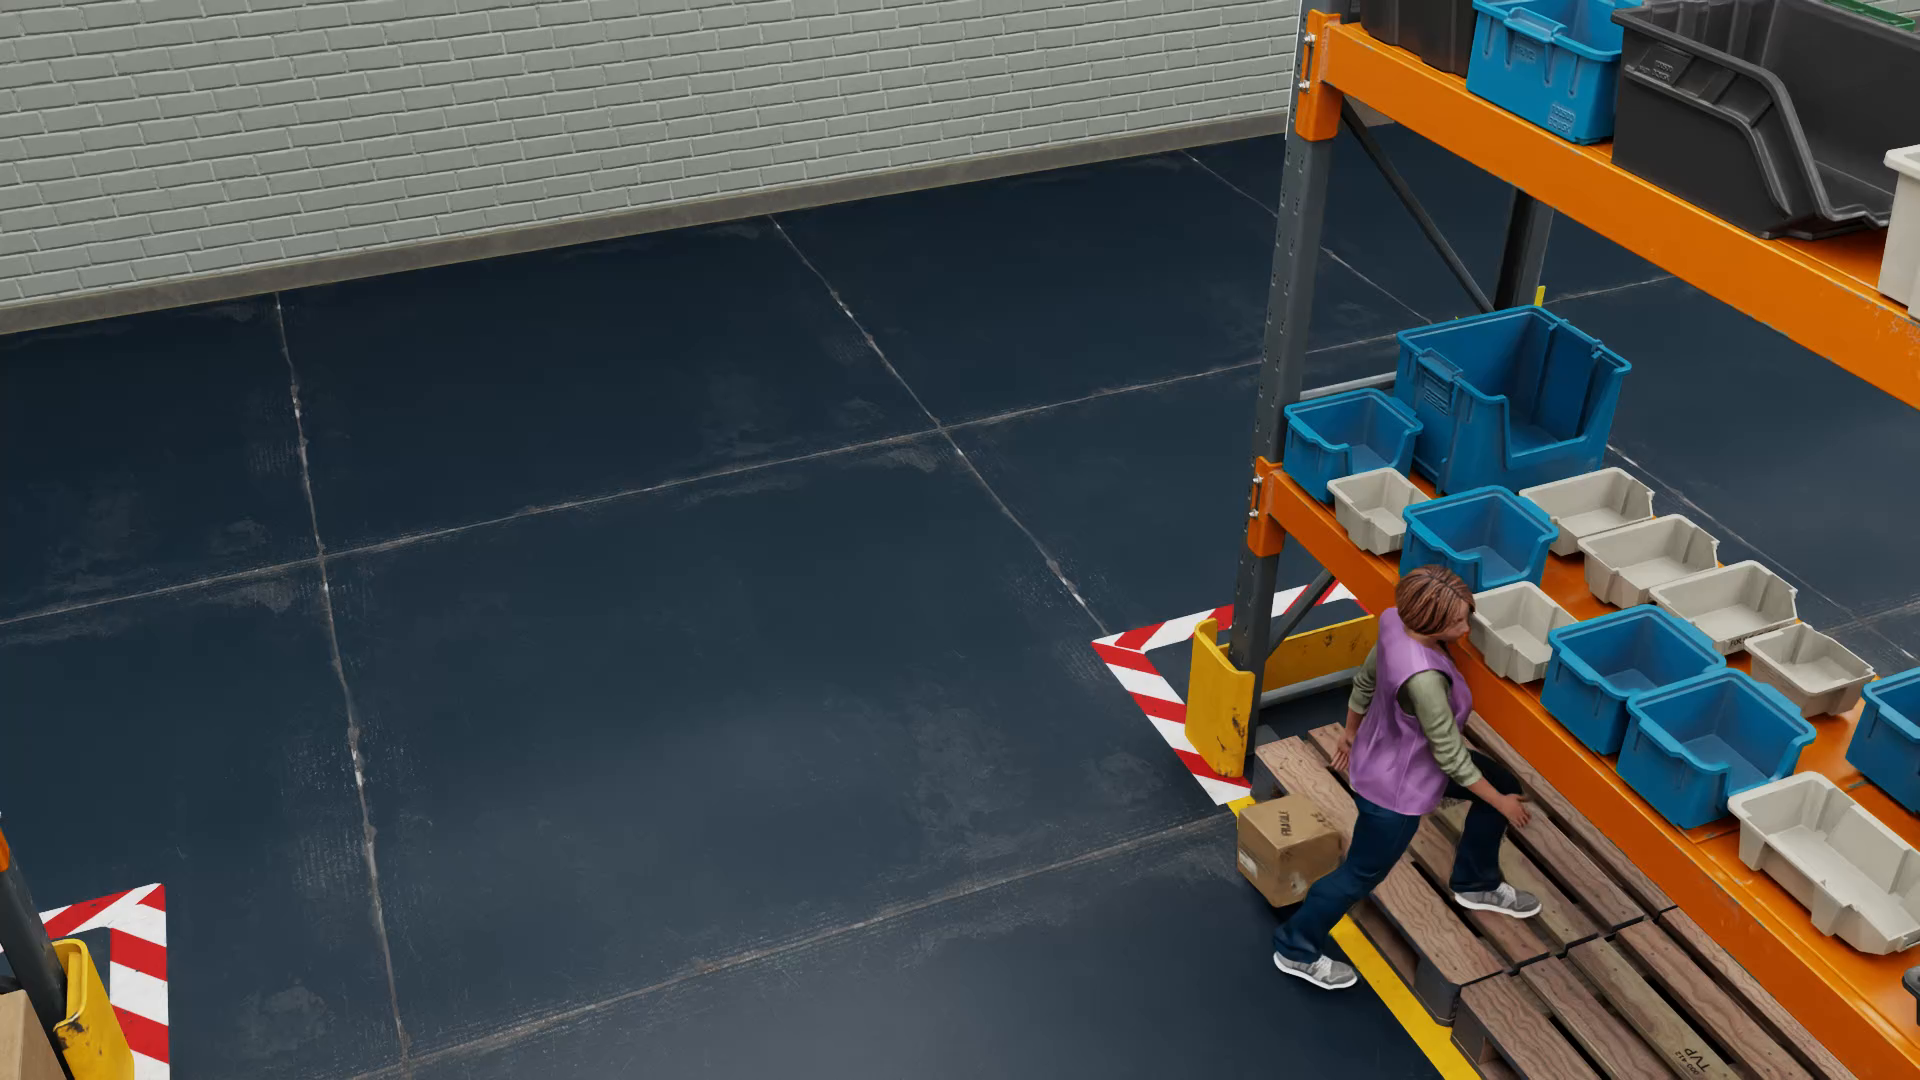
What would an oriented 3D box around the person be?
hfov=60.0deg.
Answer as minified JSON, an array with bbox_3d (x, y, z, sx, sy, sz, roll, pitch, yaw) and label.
[{"bbox_3d":[1.446,0.732,5.039,0.854,1.561,0.445,5,34,7],"label":"person"}]
